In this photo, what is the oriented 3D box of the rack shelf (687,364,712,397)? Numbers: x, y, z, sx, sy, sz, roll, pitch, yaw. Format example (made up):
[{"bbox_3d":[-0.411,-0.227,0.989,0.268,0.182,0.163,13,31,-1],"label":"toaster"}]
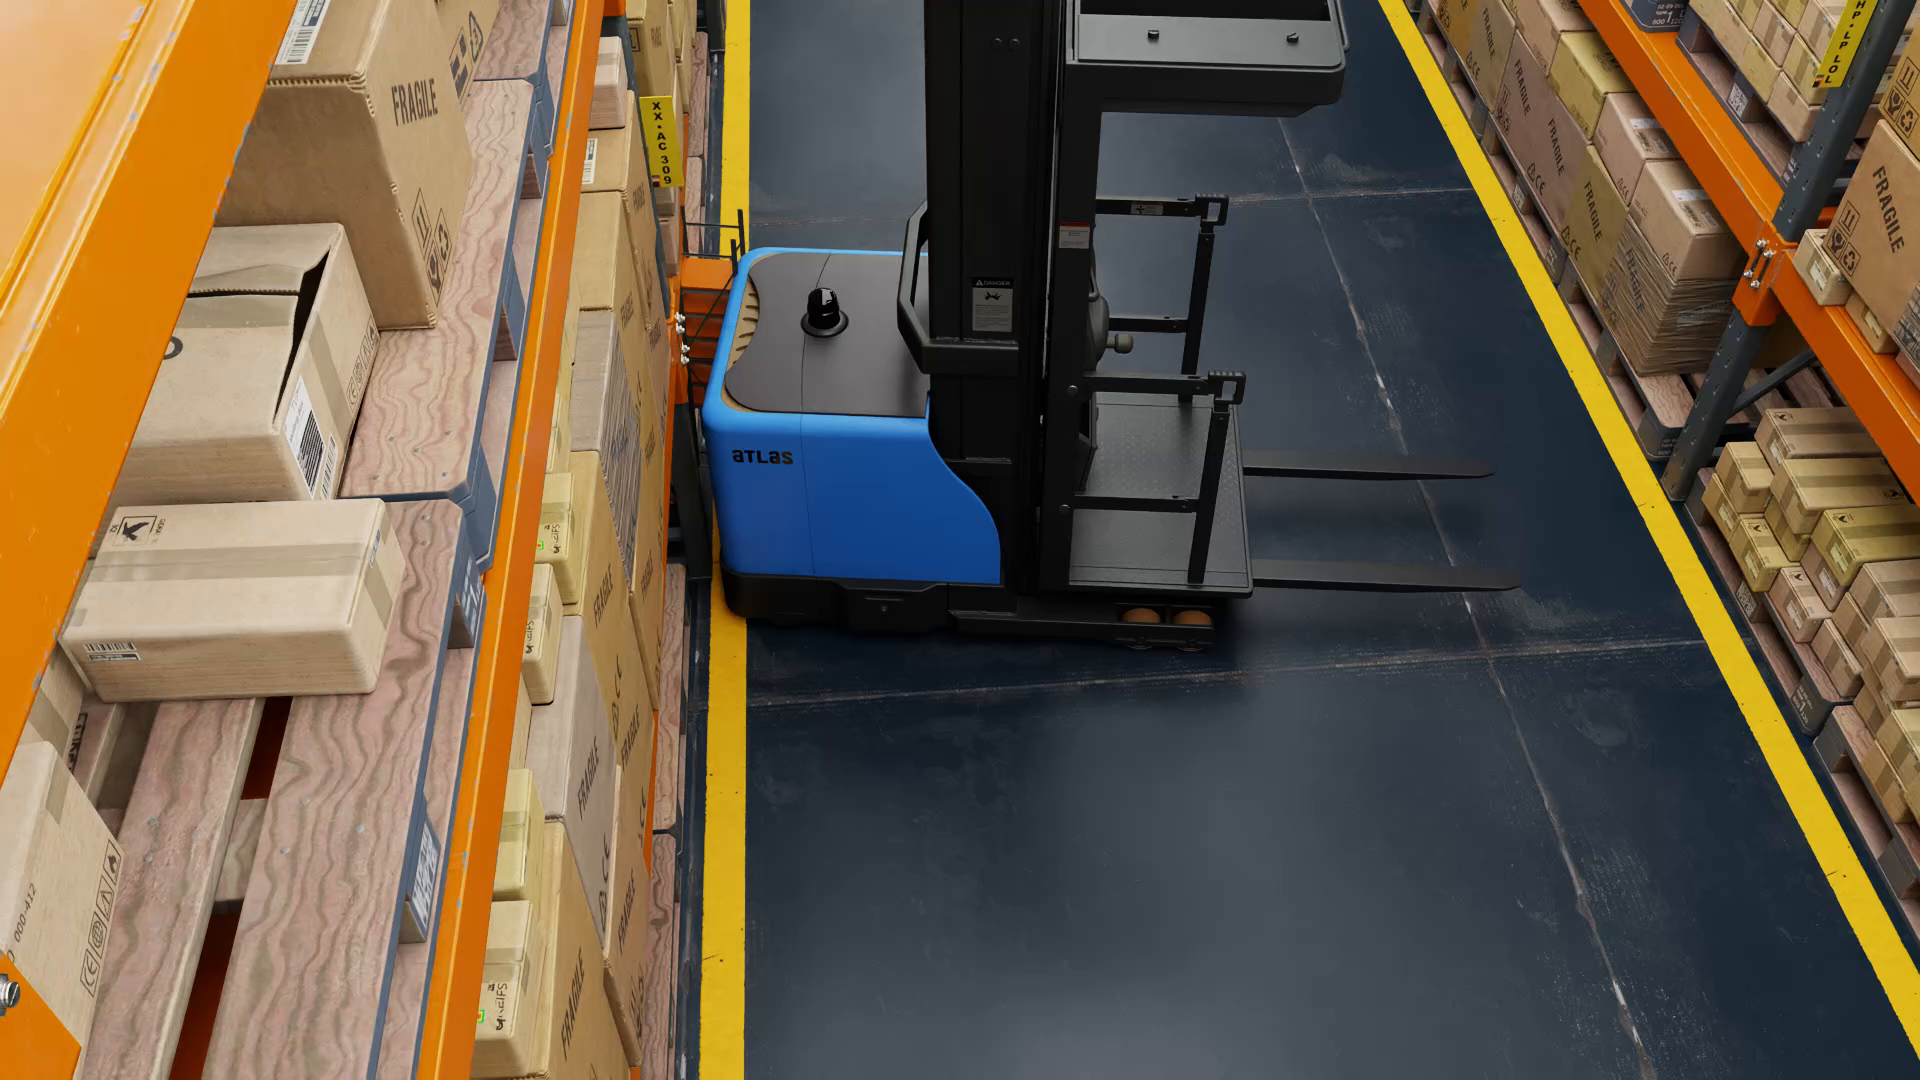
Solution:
[{"bbox_3d":[-0.970,-0.664,6.733,0.258,0.103,0.180,4,48,0],"label":"rack shelf"}]

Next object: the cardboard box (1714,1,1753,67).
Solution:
[{"bbox_3d":[3.166,-1.962,6.426,0.380,0.149,0.250,-4,47,-3],"label":"cardboard box"}]

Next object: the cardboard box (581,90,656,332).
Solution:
[{"bbox_3d":[-1.172,-0.940,4.816,0.500,0.500,0.500,-4,47,-4],"label":"cardboard box"}]

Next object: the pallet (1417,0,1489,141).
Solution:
[{"bbox_3d":[3.167,-2.630,9.095,1.003,0.211,1.213,-3,47,-3],"label":"pallet"}]

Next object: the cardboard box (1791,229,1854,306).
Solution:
[{"bbox_3d":[3.135,-0.949,5.756,0.380,0.149,0.250,-2,47,-2],"label":"cardboard box"}]

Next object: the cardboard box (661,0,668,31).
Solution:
[{"bbox_3d":[-1.307,-1.966,5.789,0.500,0.500,0.500,-4,47,-4],"label":"cardboard box"}]

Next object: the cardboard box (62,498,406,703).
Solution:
[{"bbox_3d":[-1.014,0.083,2.354,0.380,0.149,0.250,-2,47,-2],"label":"cardboard box"}]

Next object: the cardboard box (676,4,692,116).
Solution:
[{"bbox_3d":[-1.332,-1.915,6.601,0.500,0.250,0.500,-4,47,-4],"label":"cardboard box"}]

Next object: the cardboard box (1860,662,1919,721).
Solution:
[{"bbox_3d":[3.335,0.503,5.677,0.380,0.149,0.250,-2,47,-1],"label":"cardboard box"}]

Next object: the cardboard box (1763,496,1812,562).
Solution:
[{"bbox_3d":[3.260,-0.067,6.217,0.380,0.149,0.250,-3,47,-3],"label":"cardboard box"}]

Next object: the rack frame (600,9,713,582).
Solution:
[{"bbox_3d":[-1.487,-0.886,5.523,1.000,3.000,0.127,-3,47,-3],"label":"rack frame"}]

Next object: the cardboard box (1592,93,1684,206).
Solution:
[{"bbox_3d":[3.094,-1.699,7.209,0.500,0.250,0.500,-1,47,-1],"label":"cardboard box"}]

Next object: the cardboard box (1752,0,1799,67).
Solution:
[{"bbox_3d":[3.184,-1.887,6.150,0.380,0.149,0.250,-3,47,-3],"label":"cardboard box"}]

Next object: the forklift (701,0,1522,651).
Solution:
[{"bbox_3d":[0.628,-0.983,5.662,3.031,2.935,1.130,2,47,2],"label":"forklift"}]

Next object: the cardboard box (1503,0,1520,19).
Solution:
[{"bbox_3d":[2.962,-2.816,8.267,0.500,0.250,0.500,-4,47,-4],"label":"cardboard box"}]

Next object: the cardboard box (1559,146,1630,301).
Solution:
[{"bbox_3d":[3.082,-1.436,7.477,0.500,0.500,0.500,-4,47,-4],"label":"cardboard box"}]

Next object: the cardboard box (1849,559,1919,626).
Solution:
[{"bbox_3d":[3.339,0.203,5.756,0.380,0.149,0.250,-5,47,-4],"label":"cardboard box"}]

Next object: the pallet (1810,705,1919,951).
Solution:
[{"bbox_3d":[3.634,1.067,5.594,1.003,0.211,1.213,-3,47,-3],"label":"pallet"}]

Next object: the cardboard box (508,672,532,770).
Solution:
[{"bbox_3d":[-1.021,0.377,3.123,0.380,0.149,0.250,-3,47,-3],"label":"cardboard box"}]

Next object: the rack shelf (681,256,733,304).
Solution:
[{"bbox_3d":[-0.950,-0.987,6.379,0.258,0.103,0.180,4,48,0],"label":"rack shelf"}]

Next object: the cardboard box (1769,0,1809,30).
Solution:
[{"bbox_3d":[3.186,-1.995,6.048,0.380,0.149,0.250,-5,47,-4],"label":"cardboard box"}]

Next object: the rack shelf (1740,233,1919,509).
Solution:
[{"bbox_3d":[3.605,0.434,4.768,1.077,0.370,4.000,-3,47,-3],"label":"rack shelf"}]

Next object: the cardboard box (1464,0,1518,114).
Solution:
[{"bbox_3d":[2.953,-2.548,8.530,0.500,0.500,0.500,-3,47,-3],"label":"cardboard box"}]

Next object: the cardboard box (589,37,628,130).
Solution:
[{"bbox_3d":[-1.144,-1.284,4.696,0.380,0.149,0.250,-4,47,-4],"label":"cardboard box"}]

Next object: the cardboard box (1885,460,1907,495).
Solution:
[{"bbox_3d":[3.781,-0.318,6.454,0.380,0.149,0.250,-3,47,-2],"label":"cardboard box"}]

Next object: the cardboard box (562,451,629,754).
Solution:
[{"bbox_3d":[-1.052,0.159,3.776,0.500,0.500,0.500,-3,47,-3],"label":"cardboard box"}]

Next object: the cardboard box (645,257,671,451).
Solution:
[{"bbox_3d":[-1.193,-0.600,5.184,0.500,0.500,0.500,-3,47,-3],"label":"cardboard box"}]

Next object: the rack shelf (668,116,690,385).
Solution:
[{"bbox_3d":[-1.654,-2.086,7.155,1.077,0.370,4.000,-3,47,-3],"label":"rack shelf"}]

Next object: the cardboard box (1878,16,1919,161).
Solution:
[{"bbox_3d":[3.233,-1.399,5.047,0.500,0.500,0.500,-2,47,-2],"label":"cardboard box"}]

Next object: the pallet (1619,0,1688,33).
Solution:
[{"bbox_3d":[3.309,-2.658,7.334,1.003,0.211,1.213,-3,47,-3],"label":"pallet"}]

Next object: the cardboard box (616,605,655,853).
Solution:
[{"bbox_3d":[-1.059,0.514,4.128,0.500,0.500,0.500,-2,47,-2],"label":"cardboard box"}]

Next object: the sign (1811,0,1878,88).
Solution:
[{"bbox_3d":[2.885,-1.622,5.422,0.100,0.325,0.005,-3,47,-3],"label":"sign"}]

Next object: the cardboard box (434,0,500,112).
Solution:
[{"bbox_3d":[-1.342,-1.158,3.285,0.797,0.503,0.637,0,47,0],"label":"cardboard box"}]

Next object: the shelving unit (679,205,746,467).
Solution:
[{"bbox_3d":[-0.963,-0.775,6.612,0.258,1.200,0.189,4,48,0],"label":"shelving unit"}]

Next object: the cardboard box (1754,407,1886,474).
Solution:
[{"bbox_3d":[3.260,-0.367,6.296,0.380,0.149,0.250,-2,47,-2],"label":"cardboard box"}]

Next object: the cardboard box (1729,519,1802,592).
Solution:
[{"bbox_3d":[3.170,0.051,6.310,0.380,0.149,0.250,-2,47,-2],"label":"cardboard box"}]

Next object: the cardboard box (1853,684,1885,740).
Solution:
[{"bbox_3d":[3.371,0.601,5.789,0.380,0.149,0.250,-5,47,-5],"label":"cardboard box"}]

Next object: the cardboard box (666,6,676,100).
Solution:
[{"bbox_3d":[-1.314,-1.717,6.069,0.500,0.250,0.500,-3,47,-3],"label":"cardboard box"}]

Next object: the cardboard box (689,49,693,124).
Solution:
[{"bbox_3d":[-1.846,-2.689,8.405,0.875,0.875,0.875,-4,47,-4],"label":"cardboard box"}]

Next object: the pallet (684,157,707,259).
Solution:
[{"bbox_3d":[-1.732,-1.365,7.898,1.003,0.211,1.213,-3,47,-3],"label":"pallet"}]

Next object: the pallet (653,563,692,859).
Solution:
[{"bbox_3d":[-1.501,0.628,6.010,1.003,0.211,1.213,-3,47,-3],"label":"pallet"}]

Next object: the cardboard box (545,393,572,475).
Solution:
[{"bbox_3d":[-1.064,-0.178,3.648,0.380,0.149,0.250,-3,47,-3],"label":"cardboard box"}]
